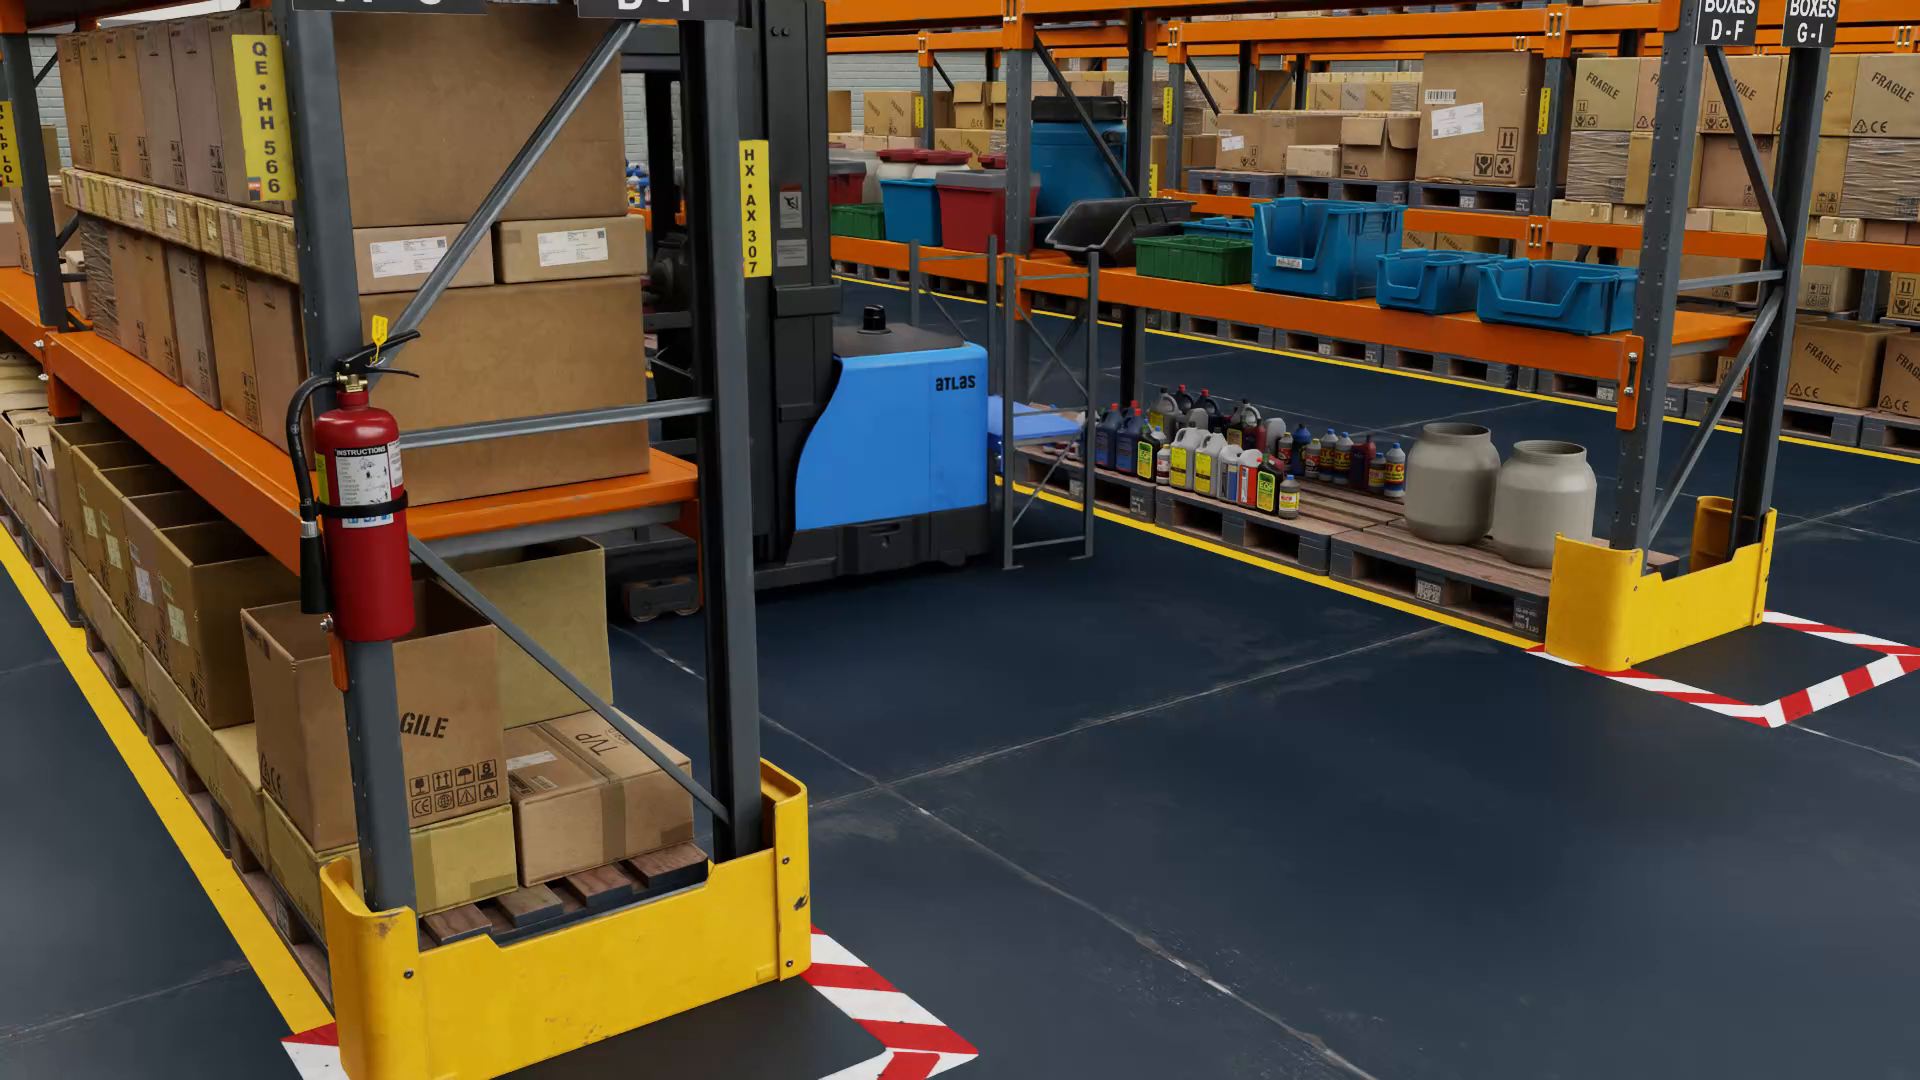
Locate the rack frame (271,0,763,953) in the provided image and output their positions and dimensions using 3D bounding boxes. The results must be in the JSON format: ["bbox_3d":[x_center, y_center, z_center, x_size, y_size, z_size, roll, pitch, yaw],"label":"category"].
[{"bbox_3d":[-0.959,-0.263,3.854,1.000,3.000,0.127,-11,19,-35],"label":"rack frame"}]

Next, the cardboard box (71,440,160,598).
[{"bbox_3d":[-2.991,-0.102,6.258,0.500,0.500,0.500,-11,19,-35],"label":"cardboard box"}]

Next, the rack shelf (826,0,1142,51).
[{"bbox_3d":[-0.478,-3.412,11.040,1.077,0.370,4.000,-11,19,-35],"label":"rack shelf"}]

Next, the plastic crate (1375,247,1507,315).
[{"bbox_3d":[2.136,-1.159,7.410,0.499,0.251,0.408,-11,19,-35],"label":"plastic crate"}]

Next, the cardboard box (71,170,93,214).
[{"bbox_3d":[-3.162,-1.337,6.360,0.380,0.149,0.250,-11,19,-34],"label":"cardboard box"}]

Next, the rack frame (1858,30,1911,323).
[{"bbox_3d":[8.776,-3.402,15.324,1.000,3.000,0.127,-11,19,-35],"label":"rack frame"}]

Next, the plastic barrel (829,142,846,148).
[{"bbox_3d":[-1.136,-2.753,12.693,0.600,0.536,0.708,-11,19,-35],"label":"plastic barrel"}]

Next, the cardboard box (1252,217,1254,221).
[{"bbox_3d":[3.652,-4.260,21.937,0.380,0.149,0.250,-10,18,-33],"label":"cardboard box"}]

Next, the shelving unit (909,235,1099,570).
[{"bbox_3d":[0.198,-0.731,8.406,0.538,1.500,1.048,-8,17,-26],"label":"shelving unit"}]

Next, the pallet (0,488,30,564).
[{"bbox_3d":[-4.497,-0.184,8.848,1.003,0.211,1.213,-11,19,-35],"label":"pallet"}]

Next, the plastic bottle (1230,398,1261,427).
[{"bbox_3d":[1.612,-0.617,9.332,0.144,0.351,0.185,-11,19,-35],"label":"plastic bottle"}]

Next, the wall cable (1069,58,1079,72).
[{"bbox_3d":[2.330,-8.460,31.820,0.585,1.953,0.123,-11,19,-35],"label":"wall cable"}]

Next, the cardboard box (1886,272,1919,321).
[{"bbox_3d":[9.089,-2.435,15.018,0.875,0.875,0.875,-11,19,-34],"label":"cardboard box"}]

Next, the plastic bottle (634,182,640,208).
[{"bbox_3d":[-2.597,-2.802,13.510,0.097,0.201,0.097,0,15,0],"label":"plastic bottle"}]

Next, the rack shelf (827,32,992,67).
[{"bbox_3d":[-1.175,-5.889,20.090,1.077,0.370,4.000,-11,19,-35],"label":"rack shelf"}]

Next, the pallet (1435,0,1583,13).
[{"bbox_3d":[4.427,-4.158,12.760,1.213,0.211,1.003,-11,19,-35],"label":"pallet"}]

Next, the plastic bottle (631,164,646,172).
[{"bbox_3d":[-2.922,-3.285,15.131,0.152,0.276,0.135,-11,19,-35],"label":"plastic bottle"}]

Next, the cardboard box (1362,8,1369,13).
[{"bbox_3d":[3.426,-4.607,14.330,0.500,0.250,0.500,-10,18,-33],"label":"cardboard box"}]

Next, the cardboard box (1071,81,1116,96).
[{"bbox_3d":[1.555,-4.338,16.654,0.797,0.503,0.637,-10,18,-33],"label":"cardboard box"}]

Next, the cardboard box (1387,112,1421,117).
[{"bbox_3d":[5.168,-4.877,19.265,0.380,0.149,0.250,-11,19,-35],"label":"cardboard box"}]

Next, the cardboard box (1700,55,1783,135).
[{"bbox_3d":[5.352,-2.979,11.130,0.500,0.500,0.500,-11,19,-35],"label":"cardboard box"}]

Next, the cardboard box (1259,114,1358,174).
[{"bbox_3d":[3.111,-3.546,14.864,0.700,0.500,0.500,-8,17,-26],"label":"cardboard box"}]

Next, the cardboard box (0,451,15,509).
[{"bbox_3d":[-4.684,-0.363,8.634,0.500,0.250,0.500,-10,18,-33],"label":"cardboard box"}]

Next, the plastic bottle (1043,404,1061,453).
[{"bbox_3d":[0.531,-0.645,9.586,0.097,0.271,0.097,0,15,0],"label":"plastic bottle"}]

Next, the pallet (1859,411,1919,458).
[{"bbox_3d":[6.562,-0.650,10.550,1.003,0.211,1.213,-11,19,-35],"label":"pallet"}]

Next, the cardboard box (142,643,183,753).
[{"bbox_3d":[-2.405,0.474,5.576,0.500,0.250,0.500,-11,19,-35],"label":"cardboard box"}]

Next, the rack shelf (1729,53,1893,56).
[{"bbox_3d":[13.205,-7.344,25.408,1.077,0.370,4.000,-11,19,-35],"label":"rack shelf"}]

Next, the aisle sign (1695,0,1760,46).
[{"bbox_3d":[2.852,-2.223,6.092,0.394,0.787,0.004,-11,19,-35],"label":"aisle sign"}]

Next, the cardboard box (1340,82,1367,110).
[{"bbox_3d":[6.335,-6.920,26.094,0.500,0.500,0.500,-11,19,-35],"label":"cardboard box"}]

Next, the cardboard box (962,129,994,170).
[{"bbox_3d":[0.365,-4.166,17.925,0.500,0.500,0.500,-11,19,-34],"label":"cardboard box"}]

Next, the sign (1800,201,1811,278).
[{"bbox_3d":[3.497,-1.249,6.932,0.100,0.325,0.005,-11,19,-35],"label":"sign"}]

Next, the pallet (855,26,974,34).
[{"bbox_3d":[-0.472,-5.942,19.091,1.003,0.211,1.213,-11,19,-35],"label":"pallet"}]

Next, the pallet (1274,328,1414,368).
[{"bbox_3d":[3.524,-1.735,14.517,1.003,0.211,1.213,-11,19,-35],"label":"pallet"}]

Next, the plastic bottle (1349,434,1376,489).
[{"bbox_3d":[2.118,-0.419,8.739,0.061,0.283,0.133,-10,18,-34],"label":"plastic bottle"}]

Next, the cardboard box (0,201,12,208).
[{"bbox_3d":[-5.484,-1.844,9.798,0.500,0.311,0.500,-10,18,-31],"label":"cardboard box"}]

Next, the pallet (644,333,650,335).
[{"bbox_3d":[-2.864,-1.816,14.812,1.003,0.211,1.213,-11,19,-35],"label":"pallet"}]

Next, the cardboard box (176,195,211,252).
[{"bbox_3d":[-2.100,-0.952,4.954,0.380,0.149,0.250,-10,18,-33],"label":"cardboard box"}]

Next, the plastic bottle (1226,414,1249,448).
[{"bbox_3d":[1.545,-0.563,9.262,0.061,0.283,0.133,-11,19,-35],"label":"plastic bottle"}]

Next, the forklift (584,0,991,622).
[{"bbox_3d":[-1.390,-1.215,7.462,3.031,2.935,1.130,-8,17,-28],"label":"forklift"}]

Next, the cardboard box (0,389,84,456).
[{"bbox_3d":[-4.676,-0.631,8.549,0.500,0.311,0.500,-11,19,-35],"label":"cardboard box"}]

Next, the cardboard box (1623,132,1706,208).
[{"bbox_3d":[5.184,-2.627,11.741,0.875,0.500,0.500,-11,19,-35],"label":"cardboard box"}]

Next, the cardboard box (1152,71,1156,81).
[{"bbox_3d":[2.661,-6.172,22.796,0.500,0.500,0.500,-12,19,-36],"label":"cardboard box"}]

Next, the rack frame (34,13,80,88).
[{"bbox_3d":[-5.663,-1.971,10.095,1.000,3.000,0.127,-11,19,-35],"label":"rack frame"}]

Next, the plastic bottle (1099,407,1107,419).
[{"bbox_3d":[0.829,-0.603,9.408,0.061,0.283,0.133,-11,19,-35],"label":"plastic bottle"}]

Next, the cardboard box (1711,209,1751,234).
[{"bbox_3d":[5.342,-2.177,11.323,0.380,0.149,0.250,-11,19,-35],"label":"cardboard box"}]

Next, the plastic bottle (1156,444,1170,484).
[{"bbox_3d":[1.095,-0.406,8.846,0.097,0.201,0.097,0,15,0],"label":"plastic bottle"}]

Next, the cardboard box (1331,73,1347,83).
[{"bbox_3d":[6.091,-7.307,26.280,0.380,0.149,0.250,-12,19,-36],"label":"cardboard box"}]

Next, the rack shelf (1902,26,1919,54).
[{"bbox_3d":[9.952,-4.075,13.462,1.077,0.370,4.000,-11,19,-35],"label":"rack shelf"}]

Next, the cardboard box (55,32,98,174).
[{"bbox_3d":[-3.045,-1.697,6.447,0.700,0.500,0.500,-11,19,-34],"label":"cardboard box"}]

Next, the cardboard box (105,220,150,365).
[{"bbox_3d":[-2.730,-0.960,6.211,0.700,0.500,0.500,-11,19,-35],"label":"cardboard box"}]

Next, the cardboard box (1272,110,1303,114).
[{"bbox_3d":[4.100,-5.264,20.682,0.380,0.149,0.250,-10,18,-33],"label":"cardboard box"}]
